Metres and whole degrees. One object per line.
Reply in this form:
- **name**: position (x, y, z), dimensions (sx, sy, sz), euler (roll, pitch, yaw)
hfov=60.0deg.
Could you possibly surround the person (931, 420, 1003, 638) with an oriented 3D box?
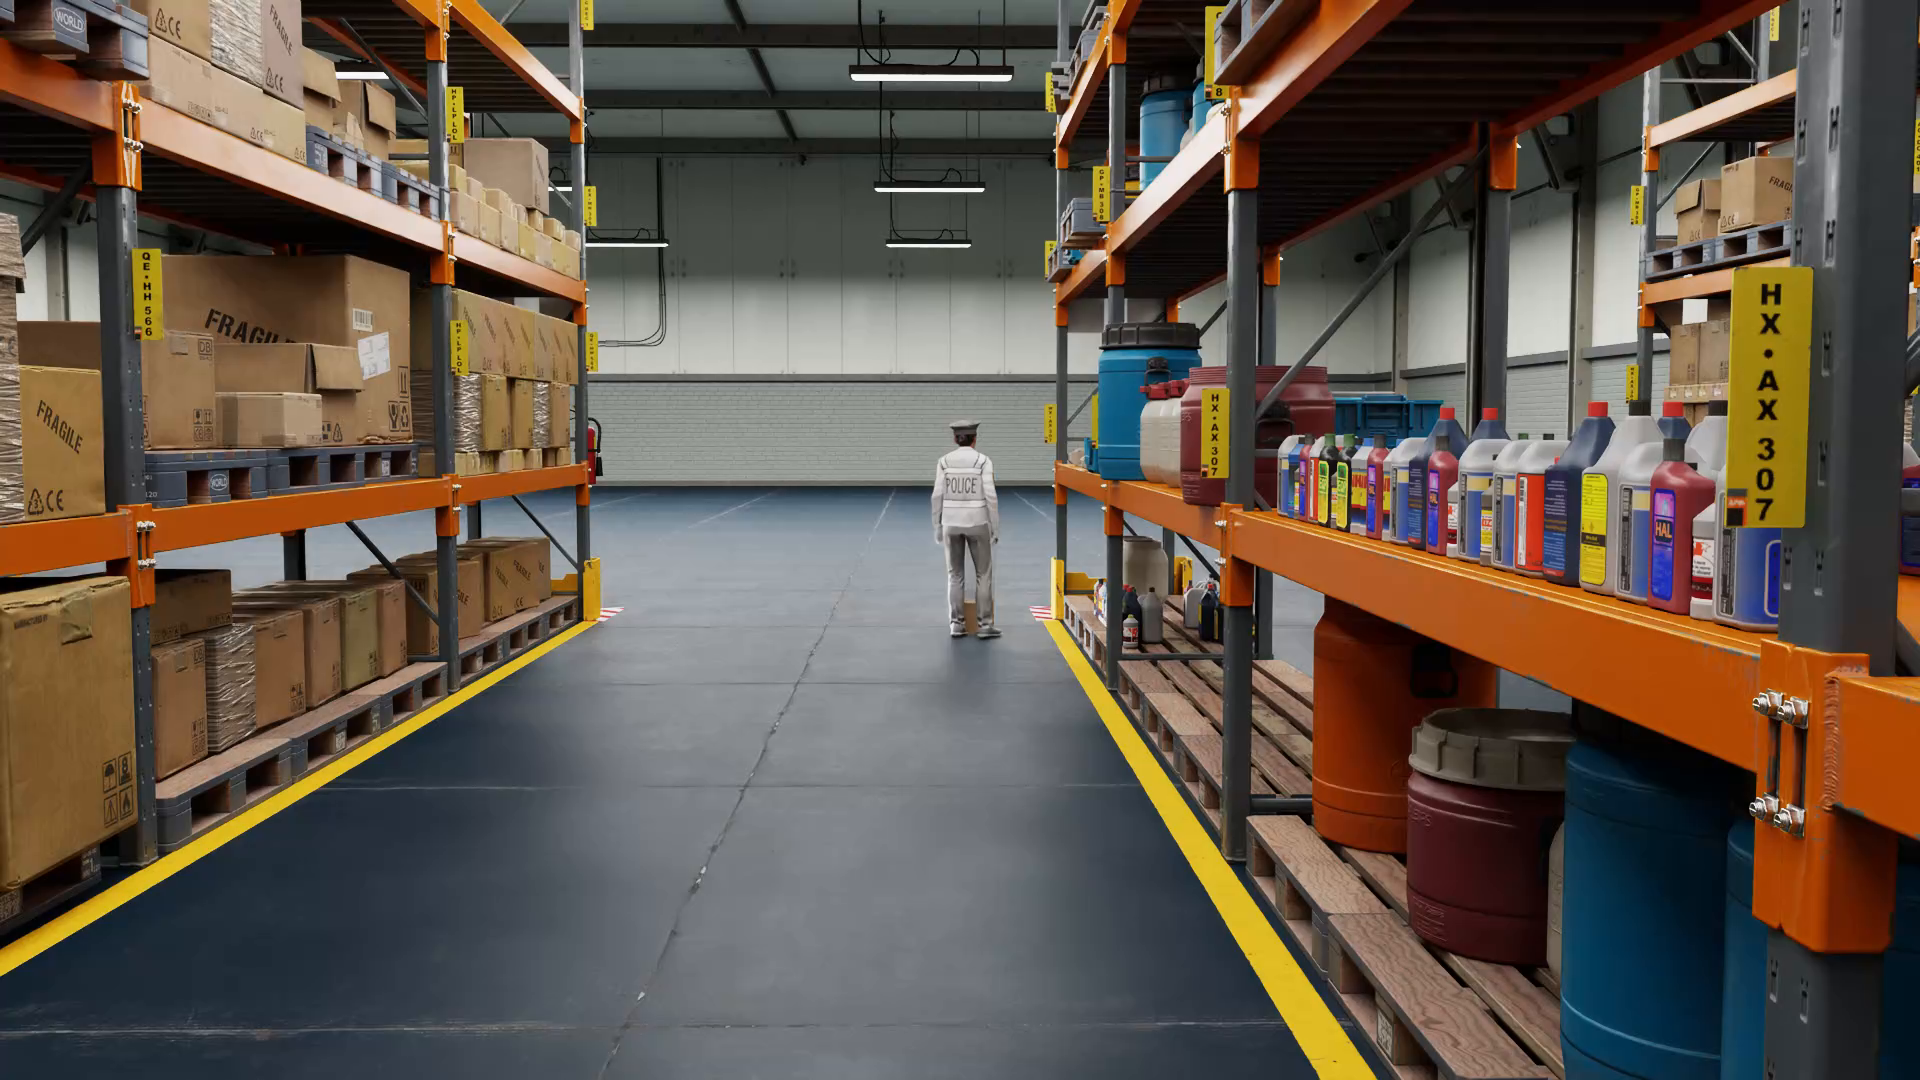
- **person**: position (0.051, -0.085, 12.746), dimensions (0.529, 1.662, 0.414), euler (1, 4, 15)
